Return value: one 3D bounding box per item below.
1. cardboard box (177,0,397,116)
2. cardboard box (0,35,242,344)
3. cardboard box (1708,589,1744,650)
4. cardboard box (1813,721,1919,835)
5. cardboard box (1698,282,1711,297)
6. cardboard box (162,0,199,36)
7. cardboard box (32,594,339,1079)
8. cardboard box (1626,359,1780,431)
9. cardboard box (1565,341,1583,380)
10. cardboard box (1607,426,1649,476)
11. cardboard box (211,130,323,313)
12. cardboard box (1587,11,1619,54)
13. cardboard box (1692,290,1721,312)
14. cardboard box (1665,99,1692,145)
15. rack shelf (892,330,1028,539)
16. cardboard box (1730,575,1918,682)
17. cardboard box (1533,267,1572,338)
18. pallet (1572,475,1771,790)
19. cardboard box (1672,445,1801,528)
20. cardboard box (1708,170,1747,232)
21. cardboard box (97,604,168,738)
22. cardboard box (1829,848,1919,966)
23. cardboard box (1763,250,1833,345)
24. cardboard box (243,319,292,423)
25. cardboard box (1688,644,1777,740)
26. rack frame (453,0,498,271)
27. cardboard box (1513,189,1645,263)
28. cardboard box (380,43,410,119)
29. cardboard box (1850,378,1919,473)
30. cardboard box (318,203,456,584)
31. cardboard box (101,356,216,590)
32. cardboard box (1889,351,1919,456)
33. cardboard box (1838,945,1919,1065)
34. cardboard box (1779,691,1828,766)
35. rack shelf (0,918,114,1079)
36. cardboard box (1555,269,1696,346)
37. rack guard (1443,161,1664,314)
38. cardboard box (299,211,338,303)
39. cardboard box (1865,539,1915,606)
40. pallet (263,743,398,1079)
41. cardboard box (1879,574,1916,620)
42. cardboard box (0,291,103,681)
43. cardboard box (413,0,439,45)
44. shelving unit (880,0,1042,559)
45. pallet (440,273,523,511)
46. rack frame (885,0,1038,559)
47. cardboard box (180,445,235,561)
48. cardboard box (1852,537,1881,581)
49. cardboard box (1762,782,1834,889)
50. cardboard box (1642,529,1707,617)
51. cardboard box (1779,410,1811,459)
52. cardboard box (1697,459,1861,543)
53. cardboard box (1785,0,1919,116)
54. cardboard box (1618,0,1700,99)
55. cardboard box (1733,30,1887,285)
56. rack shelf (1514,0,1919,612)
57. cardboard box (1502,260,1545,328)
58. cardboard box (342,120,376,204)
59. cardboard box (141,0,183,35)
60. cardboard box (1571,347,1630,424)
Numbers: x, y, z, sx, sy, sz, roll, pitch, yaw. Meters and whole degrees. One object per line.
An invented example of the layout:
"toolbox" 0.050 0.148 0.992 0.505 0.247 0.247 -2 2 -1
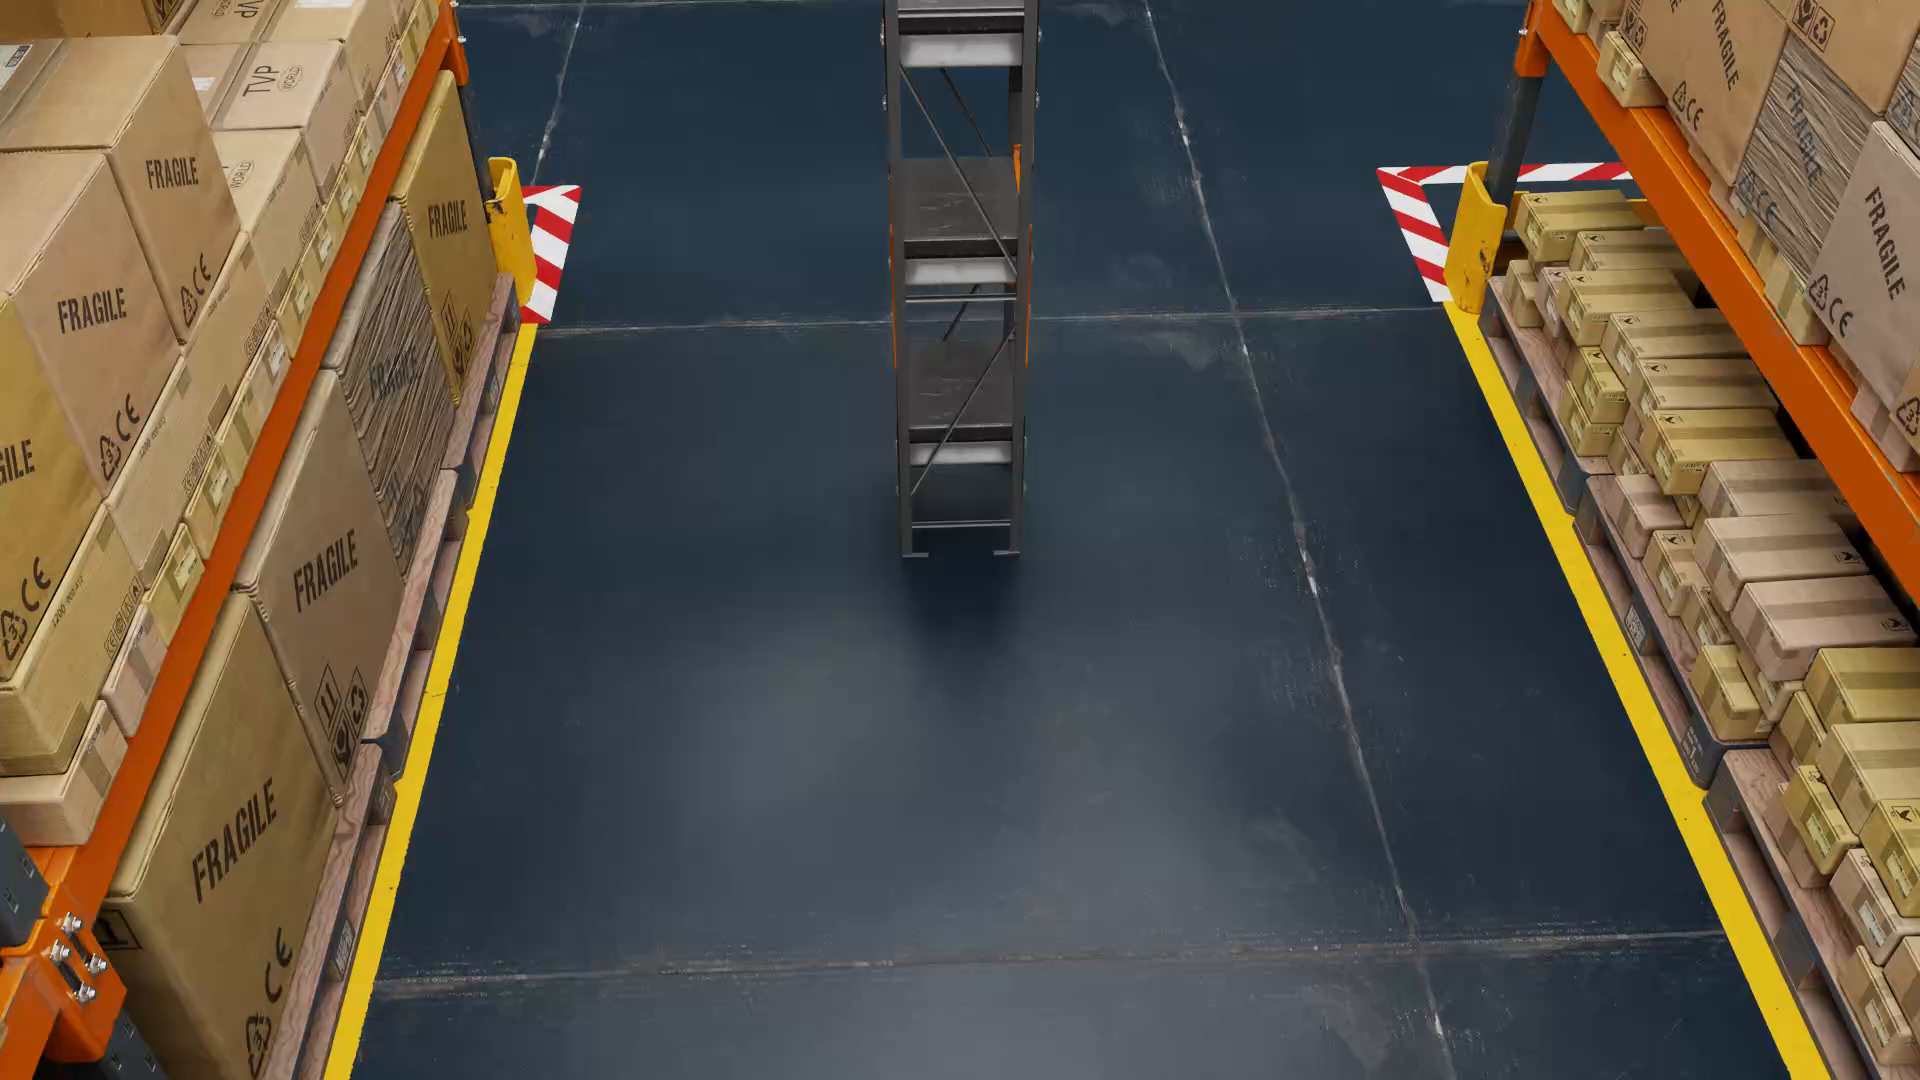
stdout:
"cardboard box" -2.047 -1.522 5.082 0.500 0.250 0.500 -2 43 -3
"cardboard box" -1.989 -0.775 3.711 0.500 0.500 0.500 -3 43 -3
"cardboard box" 2.458 0.192 4.900 0.380 0.149 0.250 -4 43 -4
"cardboard box" 2.432 0.601 4.233 0.380 0.149 0.250 -2 43 -2
"cardboard box" 2.835 -1.006 5.986 0.380 0.149 0.250 -1 43 -1
"cardboard box" -2.575 -1.502 5.059 0.500 0.250 0.500 -2 43 -2
"cardboard box" -2.132 0.751 3.972 0.875 0.875 0.875 -2 43 -2
"cardboard box" 2.399 -0.455 5.385 0.380 0.149 0.250 0 43 0
"cardboard box" 2.419 -0.603 5.987 0.380 0.149 0.250 -1 43 -1
"cardboard box" 2.426 -0.258 5.611 0.380 0.149 0.250 -2 43 -2
"cardboard box" -1.999 -0.827 4.323 0.500 0.250 0.500 -2 43 -2
"cardboard box" 2.344 -1.713 5.584 0.380 0.149 0.250 0 43 0
"cardboard box" 2.871 -0.891 6.081 0.380 0.149 0.250 -3 43 -3
"cardboard box" 2.450 -1.358 5.198 0.380 0.149 0.250 0 43 0
"rack shelf" -0.007 -0.360 5.645 0.431 0.518 0.480 -2 43 -2
"cardboard box" 2.396 0.244 4.623 0.380 0.149 0.250 -4 43 -4
"cardboard box" 2.327 -0.870 6.058 0.380 0.149 0.250 -2 43 -2
"pallet" 2.657 0.246 5.325 1.003 0.211 1.213 -2 43 -2
"cardboard box" 2.487 -0.173 5.297 0.380 0.149 0.250 0 43 0
"cardboard box" 2.419 -1.007 4.815 0.380 0.149 0.250 -2 43 -3
"cardboard box" -1.875 0.277 3.414 0.380 0.149 0.250 -3 43 -3
"cardboard box" 2.421 0.897 4.130 0.380 0.149 0.250 -4 43 -4
"cardboard box" 2.392 -0.650 4.426 0.380 0.149 0.250 -1 43 -1
"cardboard box" -1.920 -0.421 4.175 0.380 0.149 0.250 -1 43 -1
"cardboard box" 2.375 0.439 4.850 0.380 0.149 0.250 -2 43 -2
"rack frame" -2.354 -2.130 5.854 1.000 3.000 0.127 -2 43 -2
"cardboard box" 2.289 -1.164 6.158 0.380 0.149 0.250 -3 43 -4
"cardboard box" -1.987 -1.460 5.309 0.380 0.149 0.250 -2 43 -2
"cardboard box" 2.431 -0.307 4.051 0.380 0.149 0.250 -3 43 -4
"cardboard box" -2.208 -0.457 5.291 0.875 0.875 0.875 -2 43 -2
"cardboard box" -1.958 -0.144 3.578 0.500 0.250 0.500 -2 43 -2
"cardboard box" 2.452 -0.319 3.584 0.500 0.500 0.500 -3 43 -3
"cardboard box" 2.419 1.138 4.088 0.380 0.149 0.250 -1 43 -1
"cardboard box" 2.479 0.545 4.515 0.380 0.149 0.250 -1 43 -1
"rack shelf" -2.099 2.186 1.678 1.077 0.370 4.000 -2 43 -2
"cardboard box" 2.303 -0.807 5.770 0.380 0.149 0.250 -2 43 -2
"rack guard" 2.609 -1.231 6.723 1.175 0.500 0.348 -2 43 -2
"cardboard box" -1.945 -0.774 4.561 0.380 0.149 0.250 -1 43 -1
"cardboard box" 2.899 0.047 4.838 0.380 0.149 0.250 -3 43 -4
"pallet" -2.138 1.083 4.412 1.003 0.211 1.213 -2 43 -2
"cardboard box" 2.989 0.156 4.938 0.380 0.149 0.250 -2 43 -2
"cardboard box" -1.949 -0.091 2.965 0.500 0.500 0.500 -2 43 -2
"cardboard box" -2.010 -1.806 5.687 0.380 0.149 0.250 -1 43 -1
"shelving unit" -0.007 -0.886 5.162 0.431 2.100 0.503 -2 43 -2
"pallet" -2.242 -0.564 6.209 1.003 0.211 1.213 -2 43 -2
"rack frame" 0.003 -0.721 4.983 0.400 2.100 0.015 -2 43 -2
"cardboard box" -1.900 -0.079 3.802 0.380 0.149 0.250 -3 43 -3
"cardboard box" 2.898 0.088 5.233 0.380 0.149 0.250 -1 43 -1
"cardboard box" 2.416 0.783 4.475 0.380 0.149 0.250 -3 43 -3
"cardboard box" 2.387 0.099 5.221 0.380 0.149 0.250 -2 43 -2
"cardboard box" 2.972 -0.369 5.512 0.380 0.149 0.250 -1 43 -1
"cardboard box" 2.471 -0.109 5.008 0.380 0.149 0.250 -2 43 -2
"cardboard box" 2.413 -1.372 3.993 0.500 0.500 0.500 -3 43 -3
"cardboard box" 2.397 -1.679 5.068 0.500 0.500 0.500 -2 43 -2
"cardboard box" 2.433 -1.004 4.331 0.500 0.500 0.500 -3 43 -3
"rack shelf" 2.691 -0.589 4.705 1.077 0.370 4.000 -2 43 -2
"cardboard box" 2.308 -0.945 6.360 0.380 0.149 0.250 -1 43 -1
"cardboard box" -1.965 -1.117 4.934 0.380 0.149 0.250 -3 43 -3
"cardboard box" -2.582 -1.791 4.820 0.500 0.500 0.500 -3 43 -3
"cardboard box" 2.328 -0.531 5.688 0.380 0.149 0.250 0 43 0
